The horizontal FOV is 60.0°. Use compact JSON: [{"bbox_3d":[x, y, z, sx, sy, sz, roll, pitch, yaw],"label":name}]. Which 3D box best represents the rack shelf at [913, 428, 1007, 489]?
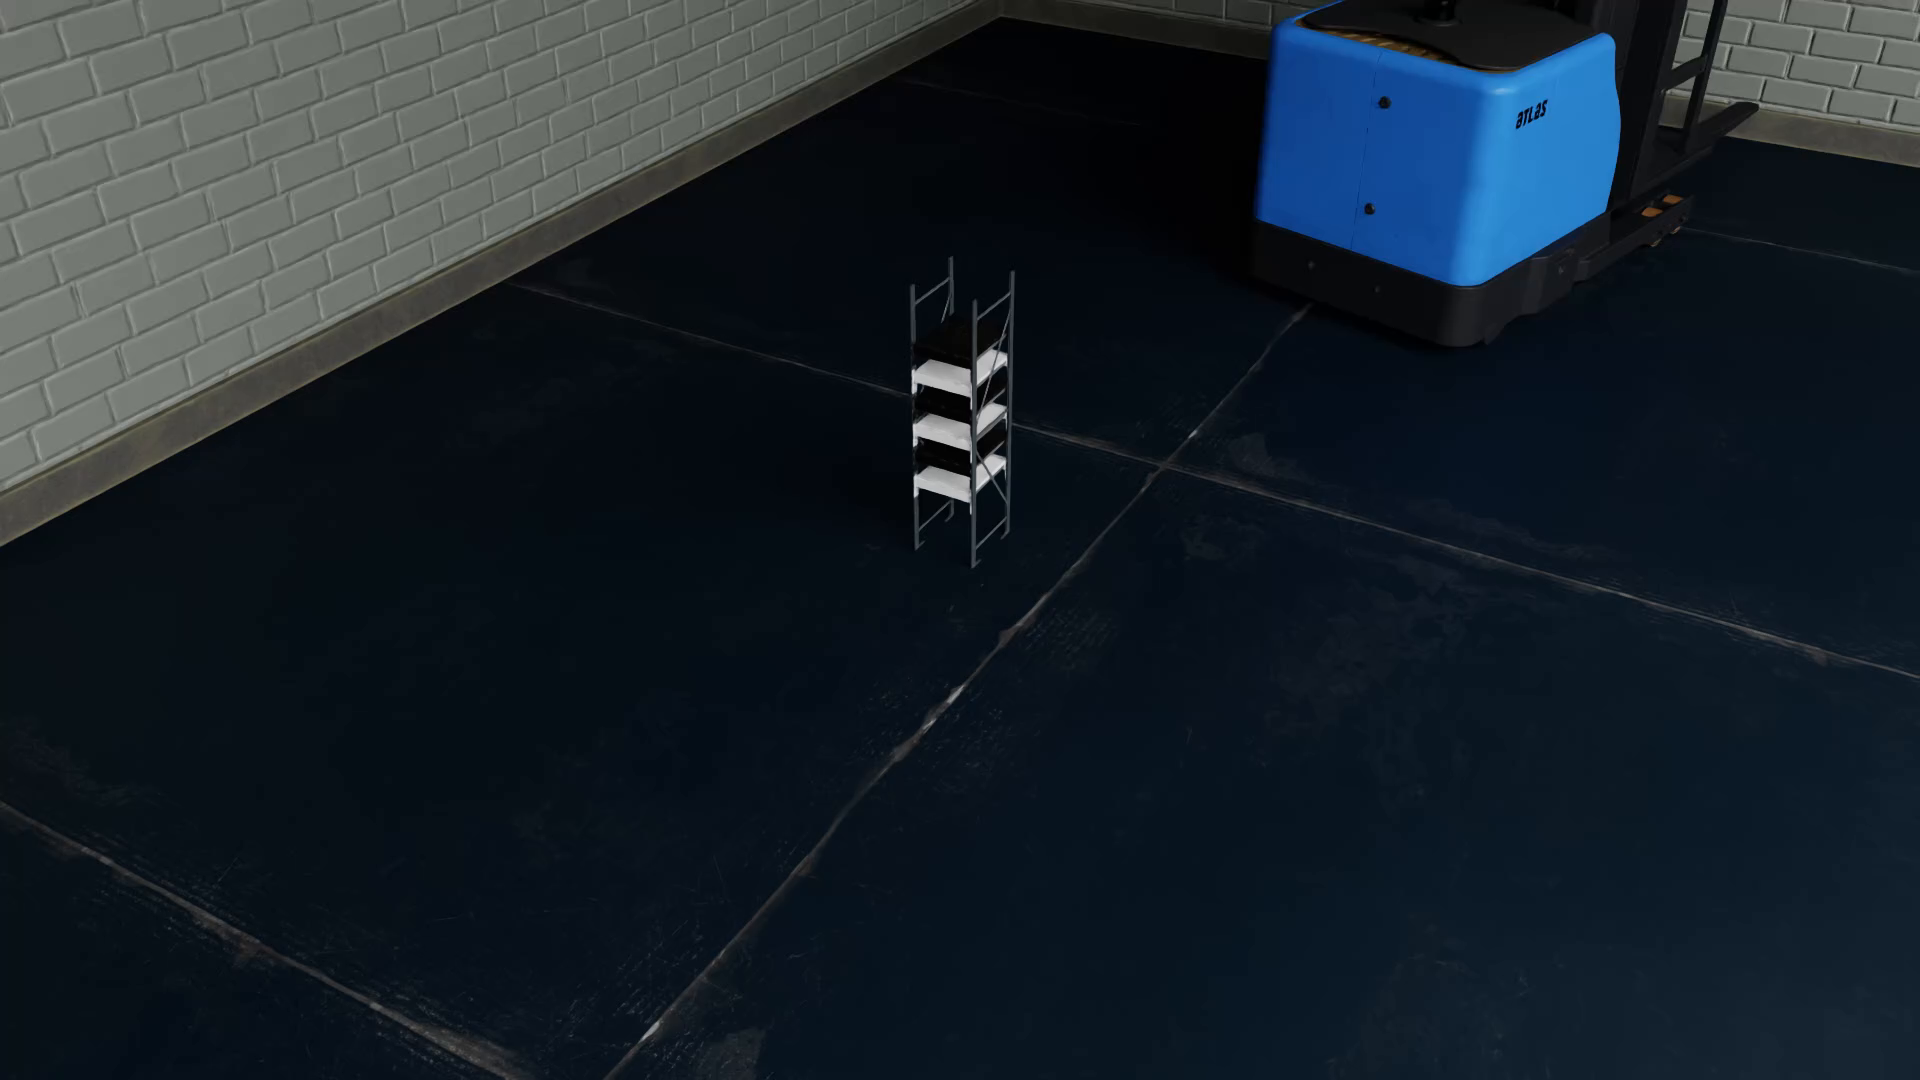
[{"bbox_3d":[0.007,-0.270,5.066,0.200,0.077,0.258,18,37,24],"label":"rack shelf"}]

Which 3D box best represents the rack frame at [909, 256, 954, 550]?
[{"bbox_3d":[-0.081,-0.400,5.039,0.006,0.900,0.240,18,37,24],"label":"rack frame"}]

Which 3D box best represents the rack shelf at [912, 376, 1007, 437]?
[{"bbox_3d":[0.007,-0.419,4.966,0.200,0.077,0.258,18,37,24],"label":"rack shelf"}]

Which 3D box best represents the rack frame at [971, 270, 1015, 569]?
[{"bbox_3d":[0.095,-0.344,4.955,0.006,0.900,0.240,18,37,24],"label":"rack frame"}]

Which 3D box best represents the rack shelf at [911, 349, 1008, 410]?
[{"bbox_3d":[0.007,-0.494,4.916,0.200,0.077,0.258,18,37,24],"label":"rack shelf"}]

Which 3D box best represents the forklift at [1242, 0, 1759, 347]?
[{"bbox_3d":[2.542,-2.657,6.595,1.130,2.935,3.031,29,43,36],"label":"forklift"}]

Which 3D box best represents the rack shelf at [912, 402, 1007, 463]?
[{"bbox_3d":[0.007,-0.345,5.016,0.200,0.077,0.258,18,37,24],"label":"rack shelf"}]

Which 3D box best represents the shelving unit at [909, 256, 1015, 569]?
[{"bbox_3d":[0.007,-0.372,4.997,0.210,0.900,0.258,18,37,24],"label":"shelving unit"}]

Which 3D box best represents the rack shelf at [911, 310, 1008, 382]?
[{"bbox_3d":[0.007,-0.569,4.866,0.200,0.077,0.258,18,37,24],"label":"rack shelf"}]

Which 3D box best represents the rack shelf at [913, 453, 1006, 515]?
[{"bbox_3d":[0.007,-0.195,5.115,0.200,0.077,0.258,18,37,24],"label":"rack shelf"}]
